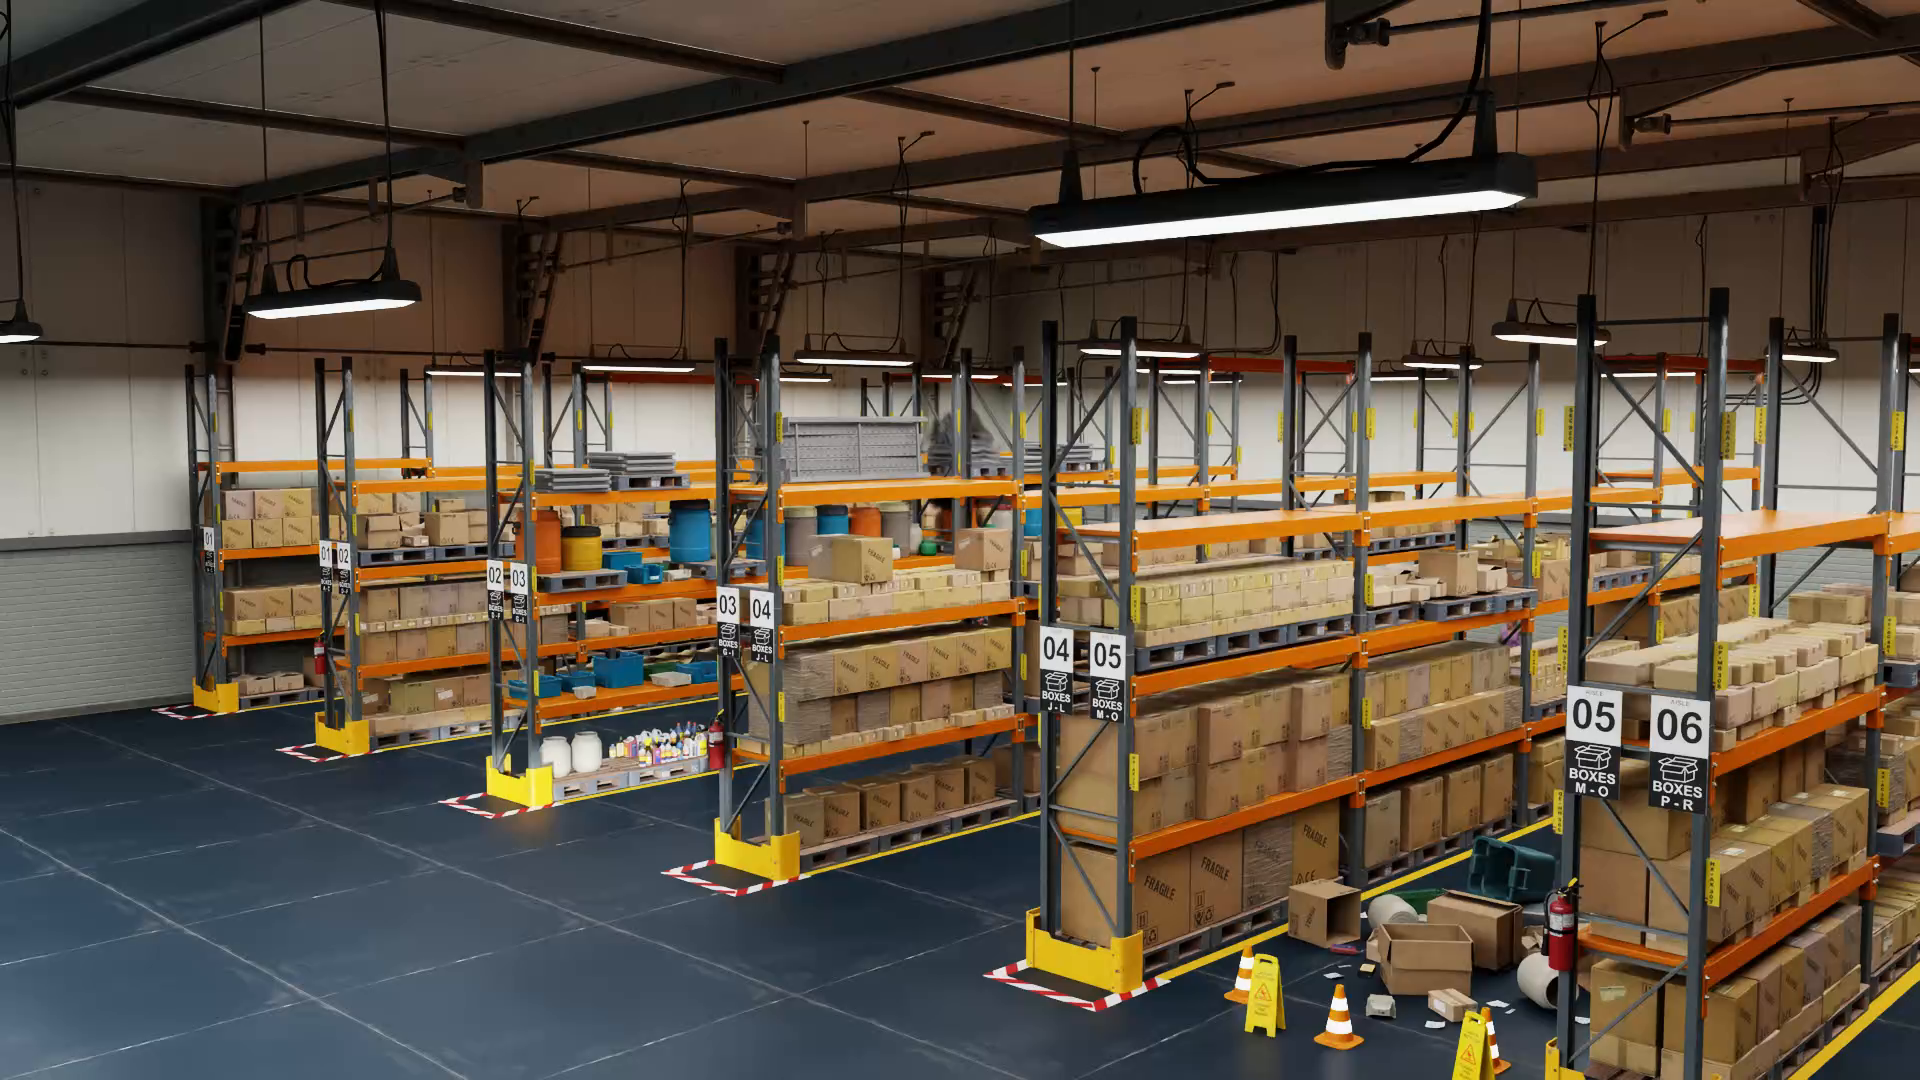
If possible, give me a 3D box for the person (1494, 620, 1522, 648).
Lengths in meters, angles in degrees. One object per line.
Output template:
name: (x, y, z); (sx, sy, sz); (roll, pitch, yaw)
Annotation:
person: (9.689, 2.108, 29.248); (0.529, 1.626, 0.824); (3, 5, 36)
